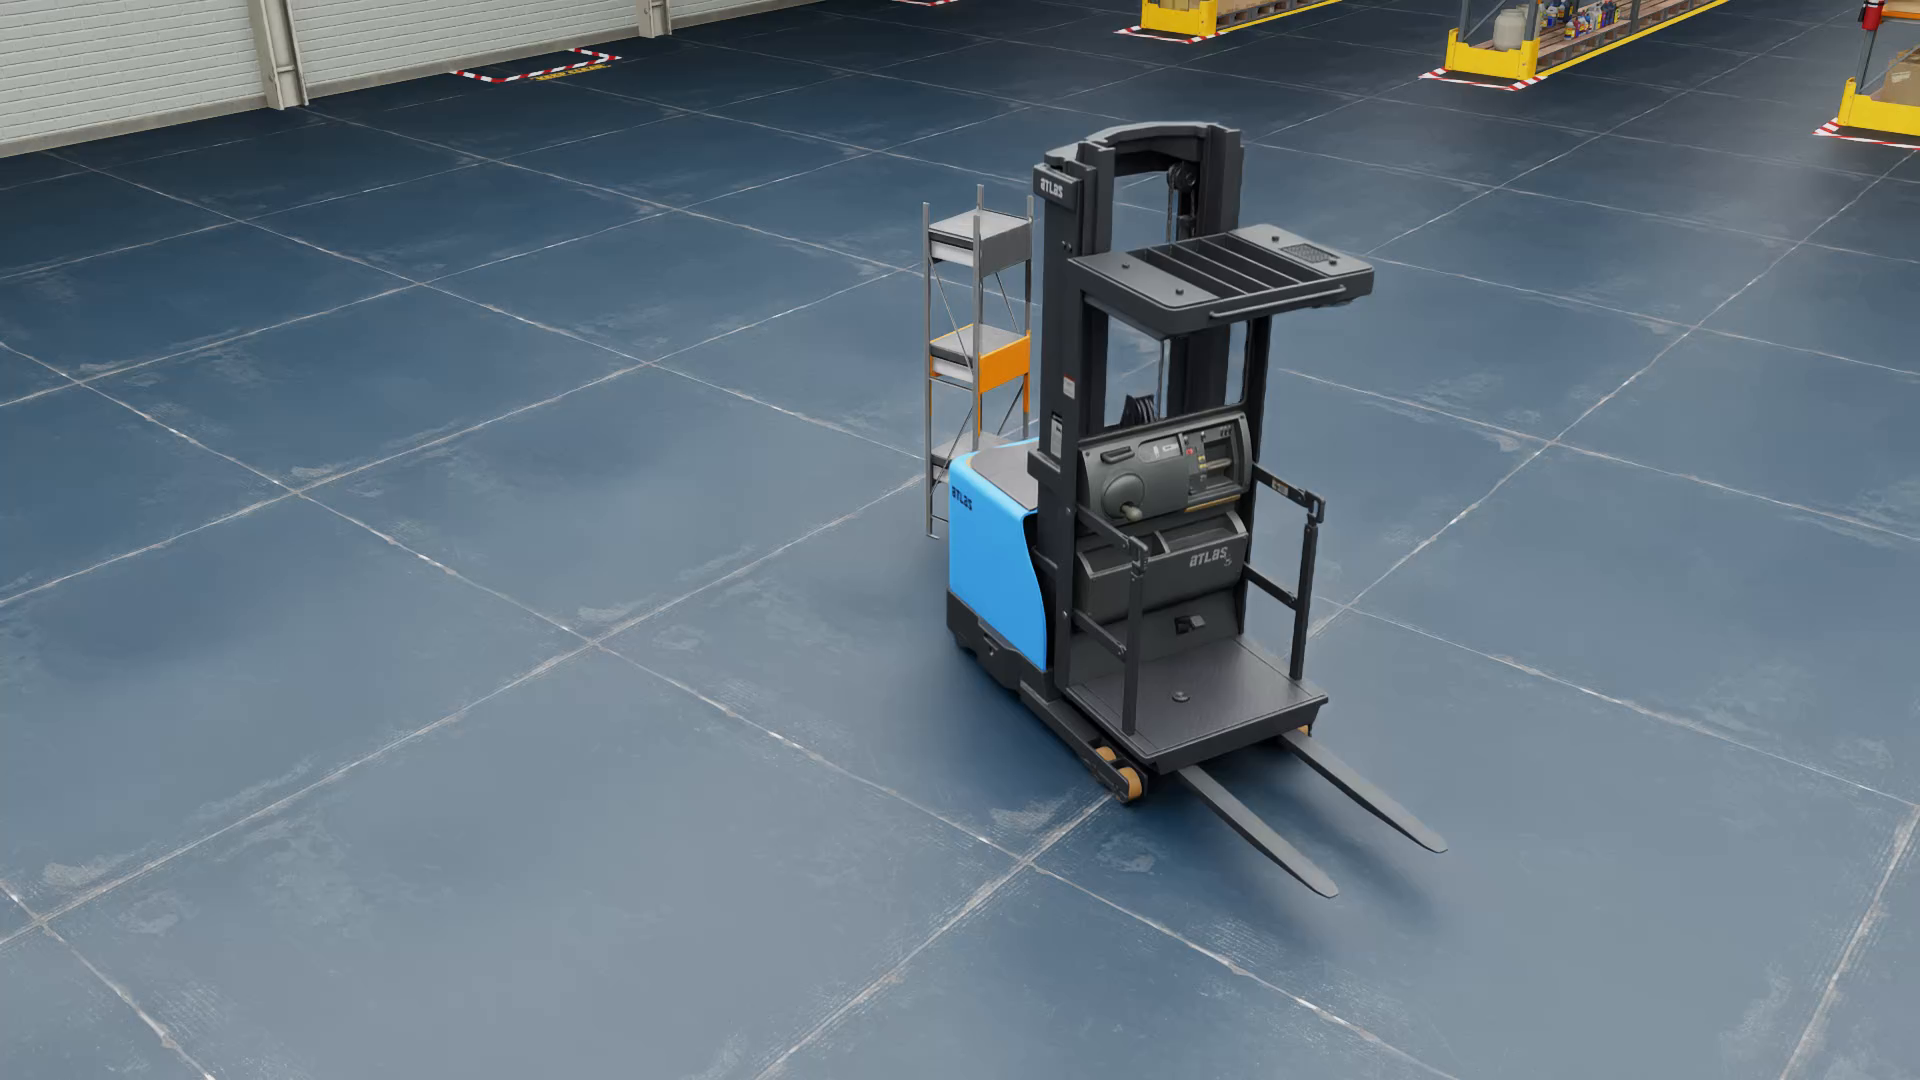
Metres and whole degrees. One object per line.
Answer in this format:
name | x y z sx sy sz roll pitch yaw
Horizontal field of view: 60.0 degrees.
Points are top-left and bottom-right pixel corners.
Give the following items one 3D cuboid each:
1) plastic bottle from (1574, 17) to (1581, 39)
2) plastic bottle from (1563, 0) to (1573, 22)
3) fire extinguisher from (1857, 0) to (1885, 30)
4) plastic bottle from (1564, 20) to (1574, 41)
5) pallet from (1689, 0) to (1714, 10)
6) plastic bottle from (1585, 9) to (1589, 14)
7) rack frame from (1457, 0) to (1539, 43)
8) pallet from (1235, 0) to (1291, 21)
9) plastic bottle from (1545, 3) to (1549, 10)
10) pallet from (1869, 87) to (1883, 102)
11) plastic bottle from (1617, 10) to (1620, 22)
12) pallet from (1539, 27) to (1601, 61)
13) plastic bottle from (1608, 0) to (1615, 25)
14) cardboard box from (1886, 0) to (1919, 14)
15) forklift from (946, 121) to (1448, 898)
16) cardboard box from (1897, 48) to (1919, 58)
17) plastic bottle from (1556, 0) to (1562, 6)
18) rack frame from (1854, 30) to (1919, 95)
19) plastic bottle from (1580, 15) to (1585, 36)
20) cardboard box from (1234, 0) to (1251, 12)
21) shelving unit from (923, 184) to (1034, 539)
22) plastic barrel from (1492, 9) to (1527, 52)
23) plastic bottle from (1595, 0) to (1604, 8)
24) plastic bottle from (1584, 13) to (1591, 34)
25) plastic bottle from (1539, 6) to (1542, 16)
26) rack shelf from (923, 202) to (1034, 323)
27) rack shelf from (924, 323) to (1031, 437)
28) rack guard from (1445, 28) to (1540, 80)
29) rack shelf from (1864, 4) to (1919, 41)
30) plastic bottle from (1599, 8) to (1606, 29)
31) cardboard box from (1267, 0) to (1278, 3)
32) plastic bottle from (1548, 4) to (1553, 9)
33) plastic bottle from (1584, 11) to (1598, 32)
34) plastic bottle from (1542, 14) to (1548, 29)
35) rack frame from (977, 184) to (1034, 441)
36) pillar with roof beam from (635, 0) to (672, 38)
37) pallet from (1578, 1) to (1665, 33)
plastic bottle | 8.682 -7.219 23.417 0.061 0.283 0.133 21 34 35
plastic bottle | 8.952 -7.833 24.531 0.144 0.351 0.185 21 34 34
fire extinguisher | 10.524 -6.215 19.084 0.296 0.674 0.183 21 34 34
plastic bottle | 8.524 -7.138 23.275 0.097 0.271 0.097 0 27 0
pallet | 11.696 -8.938 27.297 1.003 0.211 1.213 21 34 34
plastic bottle | 9.064 -7.536 24.030 0.061 0.283 0.133 21 34 34
rack frame | 7.130 -7.603 21.682 1.000 3.000 0.127 21 34 34
pallet | 4.541 -8.528 26.504 1.003 0.211 1.213 21 34 34
plastic bottle | 8.584 -7.732 24.409 0.061 0.283 0.133 23 35 37
pallet | 11.544 -5.222 20.114 1.003 0.211 1.213 21 34 34
plastic bottle | 9.684 -7.754 24.541 0.097 0.201 0.097 0 27 0
pallet | 8.439 -7.122 23.788 1.003 0.211 1.213 21 34 34
plastic bottle | 9.487 -7.728 24.327 0.144 0.351 0.185 20 33 33
cardboard box | 10.974 -6.205 19.254 0.380 0.149 0.250 21 34 34
forklift | 1.084 -0.302 7.644 1.130 2.935 3.031 -14 31 -26
cardboard box | 11.716 -5.670 20.210 0.500 0.500 0.500 -18 32 -31
plastic bottle | 8.841 -7.875 24.613 0.144 0.351 0.185 22 34 36
rack frame | 10.952 -6.156 18.884 1.000 3.000 0.127 21 34 34
plastic bottle | 8.806 -7.295 23.578 0.097 0.271 0.097 0 27 0
cardboard box | 4.138 -8.321 25.605 0.500 0.250 0.500 21 34 34
shelving unit | 0.105 -0.991 9.881 0.431 2.100 0.503 21 34 34
plastic barrel | 7.490 -6.940 22.652 0.421 0.512 0.421 0 27 0
plastic bottle | 9.376 -7.770 24.409 0.144 0.351 0.185 21 34 34
plastic bottle | 8.934 -7.367 23.717 0.097 0.271 0.097 0 27 0
plastic bottle | 8.332 -7.592 24.064 0.144 0.351 0.185 22 35 36
rack shelf | 0.105 -1.601 9.566 0.431 0.518 0.480 21 34 34
rack shelf | 0.105 -0.979 9.887 0.431 0.518 0.480 21 34 34
rack guard | 7.142 -6.534 22.335 1.175 0.500 0.348 21 34 34
rack shelf | 12.224 -6.545 20.420 1.077 0.370 4.000 21 34 34
plastic bottle | 9.294 -7.560 24.076 0.061 0.283 0.133 23 35 38
cardboard box | 4.778 -8.674 26.288 0.500 0.250 0.500 21 34 34
plastic bottle | 8.656 -7.710 24.380 0.097 0.271 0.097 0 27 0
plastic bottle | 9.053 -7.455 23.882 0.152 0.276 0.135 21 34 35
plastic bottle | 8.453 -7.506 24.061 0.097 0.201 0.097 0 27 0
rack frame | 0.261 -1.078 10.048 0.400 2.100 0.015 21 34 34
pillar with roof beam | -1.231 -10.279 20.325 9.100 9.000 0.400 21 34 34
pallet | 10.144 -8.073 25.625 1.003 0.211 1.213 21 34 34
